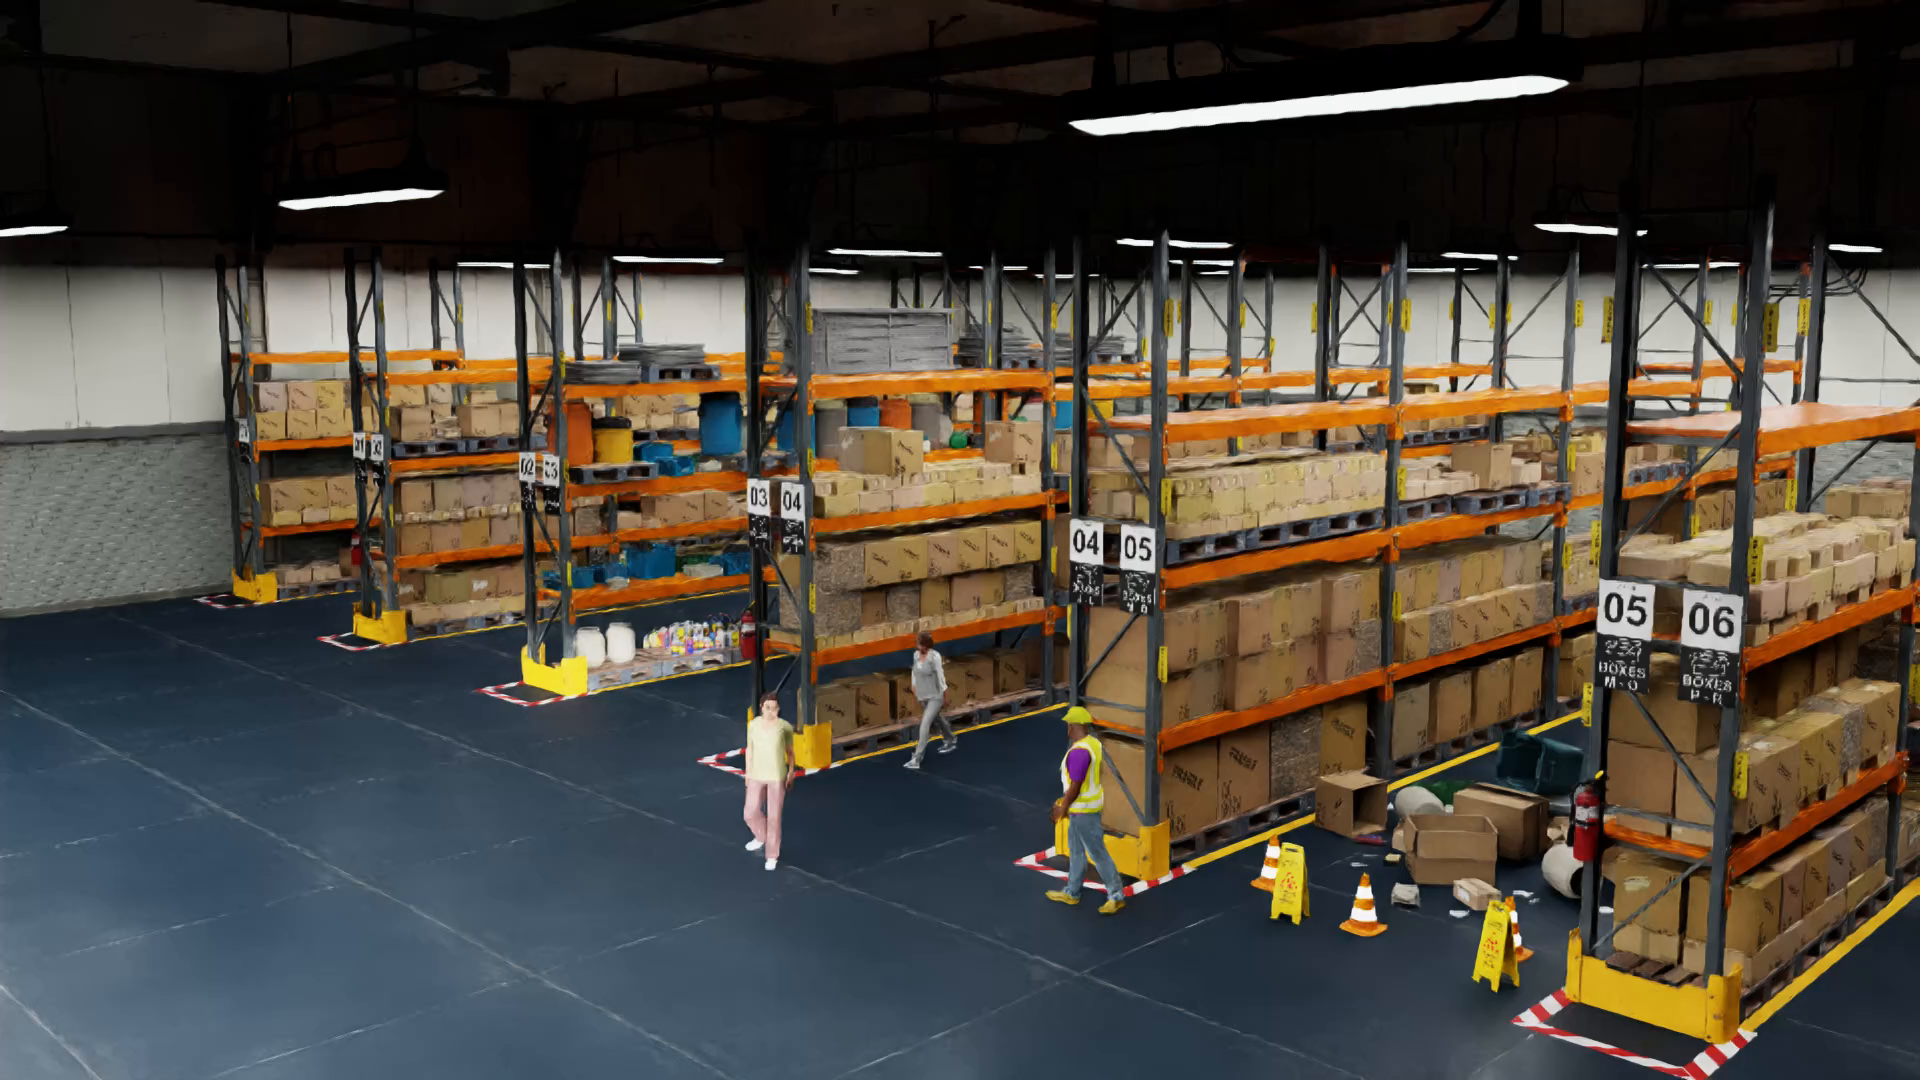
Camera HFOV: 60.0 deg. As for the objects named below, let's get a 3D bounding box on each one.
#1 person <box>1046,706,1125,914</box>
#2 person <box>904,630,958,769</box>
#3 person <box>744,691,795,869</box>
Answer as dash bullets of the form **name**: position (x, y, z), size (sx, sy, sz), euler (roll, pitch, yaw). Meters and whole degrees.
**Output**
- **person**: position (1.078, 2.297, 14.250), size (0.705, 1.762, 0.588), euler (1, 8, 10)
- **person**: position (-0.367, 1.752, 18.760), size (0.418, 1.514, 1.038), euler (7, 11, 42)
- **person**: position (-1.765, 2.189, 15.400), size (0.516, 1.644, 0.512), euler (1, 8, 9)
